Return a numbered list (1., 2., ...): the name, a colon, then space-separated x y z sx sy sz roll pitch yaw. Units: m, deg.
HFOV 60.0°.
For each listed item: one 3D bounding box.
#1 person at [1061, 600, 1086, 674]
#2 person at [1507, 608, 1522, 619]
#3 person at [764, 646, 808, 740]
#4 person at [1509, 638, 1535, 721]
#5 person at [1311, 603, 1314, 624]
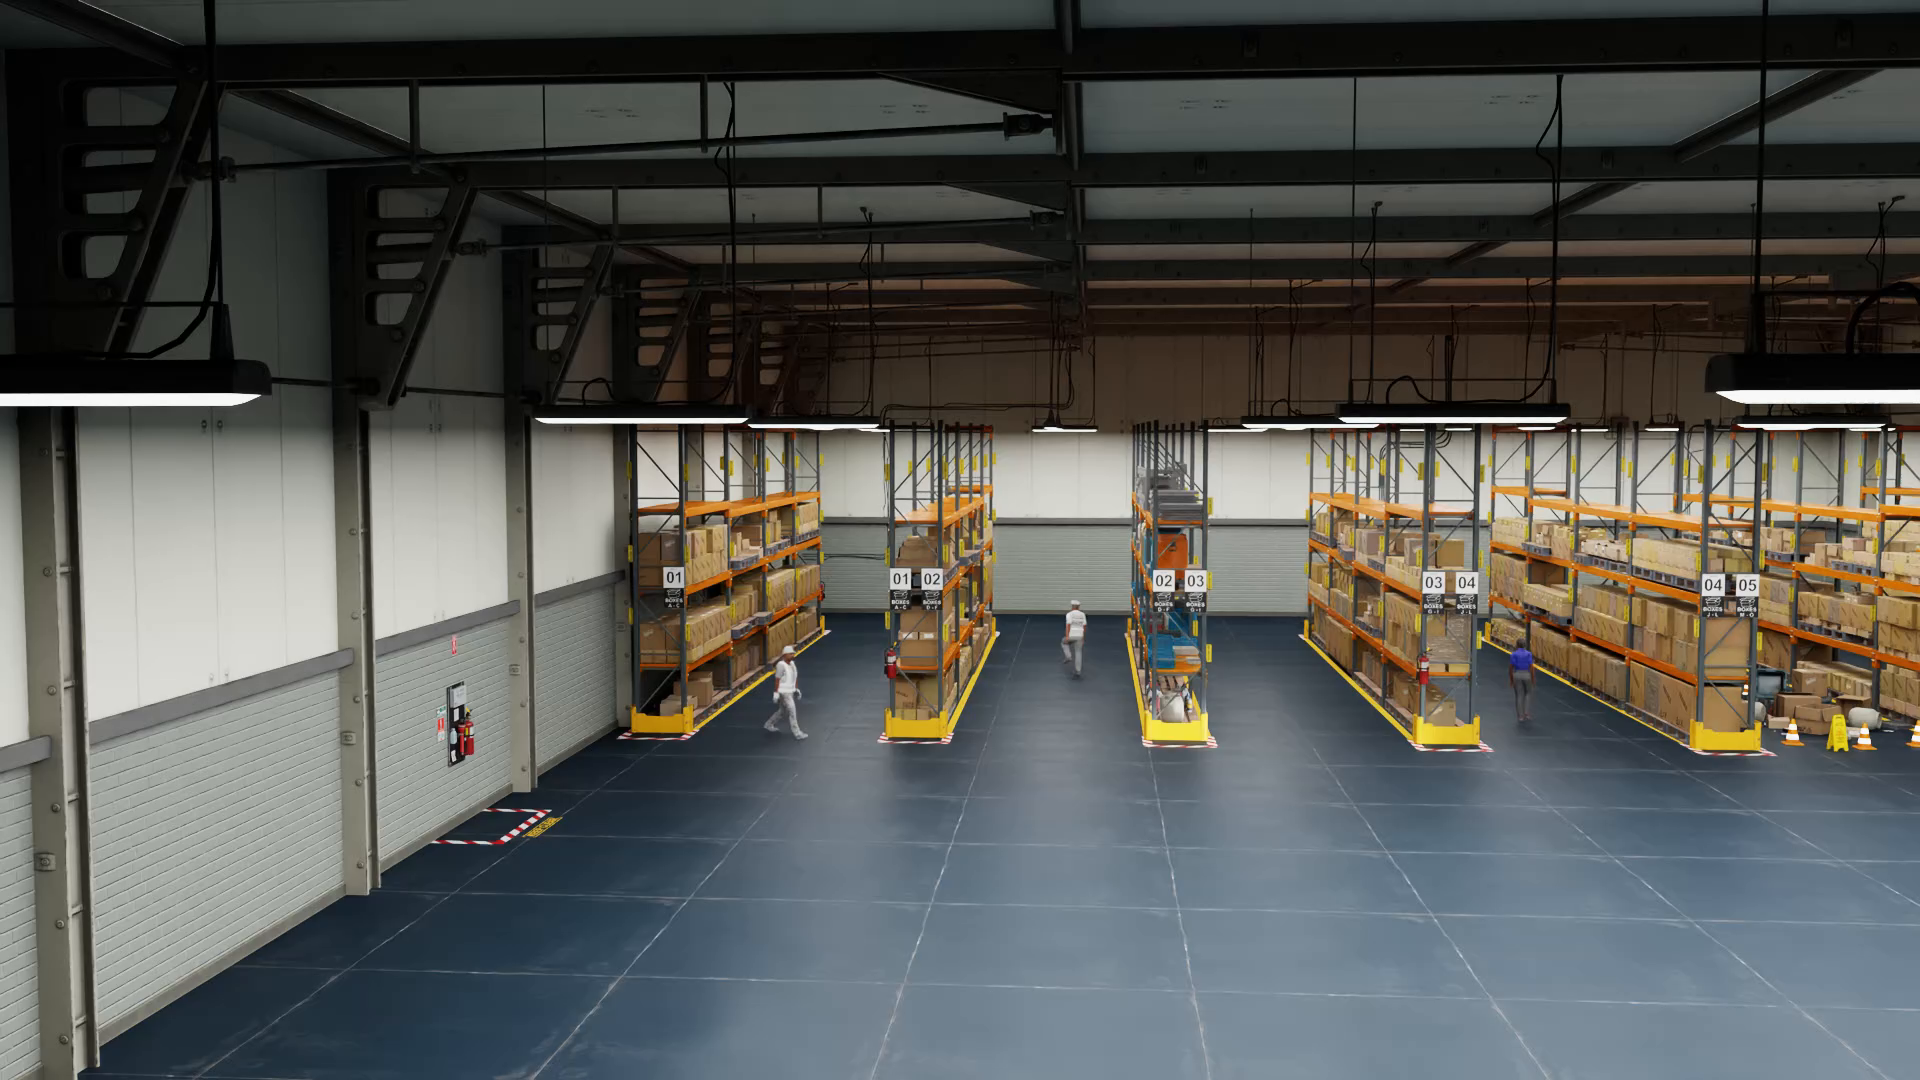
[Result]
1. person: 2.758 2.310 39.815 0.551 1.736 0.758 -1 4 -9
2. person: 16.297 1.810 48.588 0.671 1.642 0.492 -2 4 -30
3. person: -3.280 2.872 31.485 1.085 1.737 0.563 1 4 19
4. person: 11.236 2.794 33.252 0.499 1.658 0.515 1 4 16
5. person: 10.825 1.787 49.528 1.056 1.610 0.525 3 5 38
